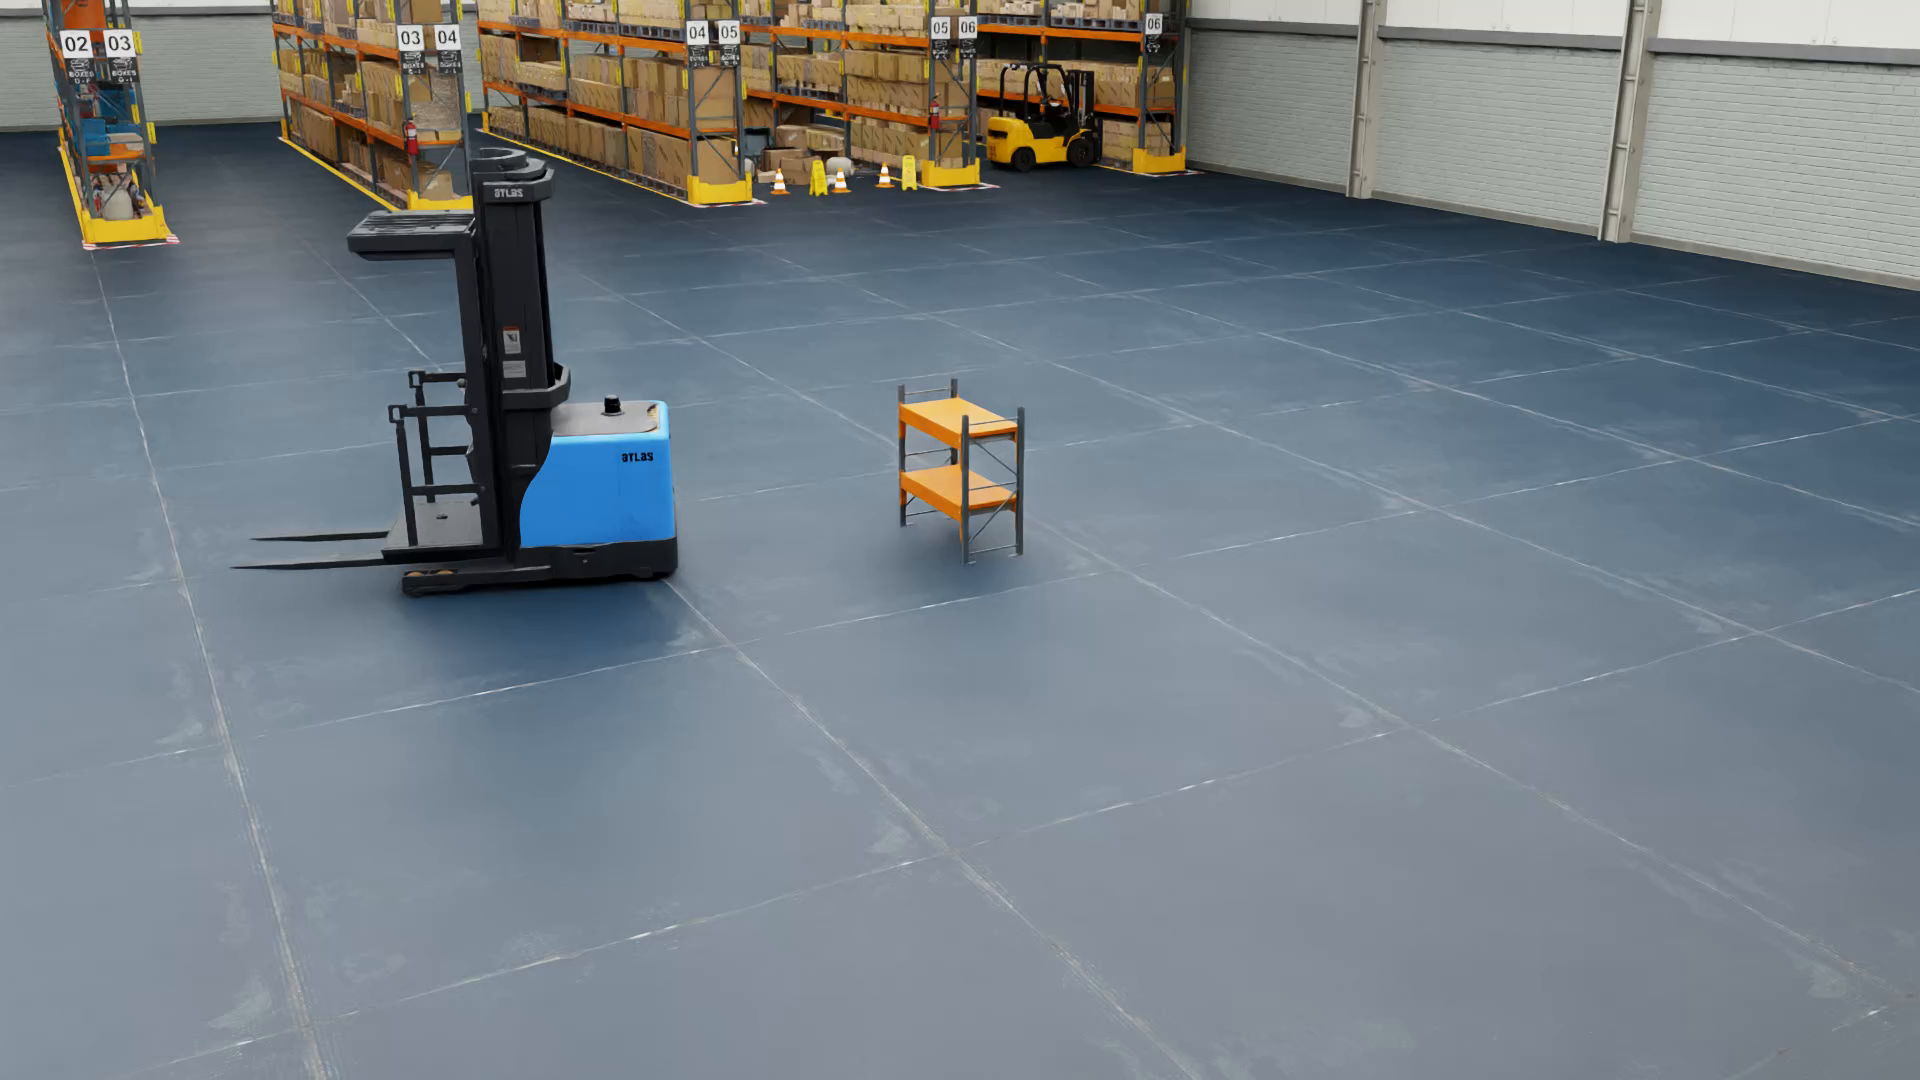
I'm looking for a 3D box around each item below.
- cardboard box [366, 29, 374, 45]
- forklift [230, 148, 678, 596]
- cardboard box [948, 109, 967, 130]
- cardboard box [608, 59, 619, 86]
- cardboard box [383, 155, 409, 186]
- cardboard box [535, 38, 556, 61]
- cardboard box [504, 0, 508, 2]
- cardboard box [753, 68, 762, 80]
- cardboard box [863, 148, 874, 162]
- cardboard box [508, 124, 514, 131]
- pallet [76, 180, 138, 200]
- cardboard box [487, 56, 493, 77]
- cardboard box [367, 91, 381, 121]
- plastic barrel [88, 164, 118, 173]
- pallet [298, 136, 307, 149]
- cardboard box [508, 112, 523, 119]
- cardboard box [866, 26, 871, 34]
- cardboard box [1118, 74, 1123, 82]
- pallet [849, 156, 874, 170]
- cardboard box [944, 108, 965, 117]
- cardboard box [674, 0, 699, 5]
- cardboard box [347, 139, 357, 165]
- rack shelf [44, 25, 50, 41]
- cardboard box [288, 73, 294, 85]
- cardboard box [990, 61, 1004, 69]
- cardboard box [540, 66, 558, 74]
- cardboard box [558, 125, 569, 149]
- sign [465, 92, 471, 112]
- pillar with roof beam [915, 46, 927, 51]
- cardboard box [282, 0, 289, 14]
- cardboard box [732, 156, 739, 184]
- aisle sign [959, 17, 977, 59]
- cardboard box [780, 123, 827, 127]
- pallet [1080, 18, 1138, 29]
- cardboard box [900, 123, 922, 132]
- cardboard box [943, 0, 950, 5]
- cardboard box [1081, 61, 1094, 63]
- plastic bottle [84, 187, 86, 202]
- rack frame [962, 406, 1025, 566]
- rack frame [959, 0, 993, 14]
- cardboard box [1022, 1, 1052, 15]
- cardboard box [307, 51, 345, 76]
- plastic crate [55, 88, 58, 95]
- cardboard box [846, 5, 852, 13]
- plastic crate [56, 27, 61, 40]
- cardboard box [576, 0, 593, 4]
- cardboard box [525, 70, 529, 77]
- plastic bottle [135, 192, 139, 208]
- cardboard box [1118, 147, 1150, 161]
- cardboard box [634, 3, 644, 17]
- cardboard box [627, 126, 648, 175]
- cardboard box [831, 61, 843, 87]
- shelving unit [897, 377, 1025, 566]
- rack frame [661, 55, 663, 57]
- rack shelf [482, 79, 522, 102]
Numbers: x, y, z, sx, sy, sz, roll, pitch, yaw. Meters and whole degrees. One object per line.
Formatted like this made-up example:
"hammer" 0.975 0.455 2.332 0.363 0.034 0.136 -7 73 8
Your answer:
"cardboard box" -10.296 -8.999 29.743 0.500 0.250 0.500 -11 22 -29
"forklift" -3.576 -1.181 11.561 3.031 2.935 1.130 -3 19 -9
"cardboard box" 0.032 -10.674 42.155 0.500 0.500 0.500 -9 21 -25
"cardboard box" -6.840 -9.664 34.354 0.700 0.500 0.500 -10 22 -28
"cardboard box" -10.612 -7.012 31.542 0.500 0.500 0.500 -11 22 -28
"cardboard box" -10.152 -11.980 40.608 0.500 0.500 0.500 -9 21 -25
"cardboard box" -10.829 -13.109 40.277 0.380 0.149 0.250 -10 21 -27
"cardboard box" -4.645 -11.211 39.986 0.500 0.250 0.500 -11 22 -28
"cardboard box" -1.739 -8.187 35.331 0.500 0.250 0.500 -9 21 -24
"cardboard box" -11.130 -10.360 41.782 0.380 0.149 0.250 -10 21 -27
"pallet" -16.116 -6.601 31.437 1.003 0.211 1.213 -10 21 -27
"cardboard box" -11.805 -12.167 42.683 0.500 0.500 0.500 -10 21 -27
"cardboard box" -10.401 -8.016 30.655 0.875 0.500 0.500 -10 21 -27
"plastic barrel" -17.272 -7.808 33.343 0.600 0.830 0.708 -10 21 -27
"pallet" -15.441 -9.676 40.348 1.003 0.211 1.213 -10 21 -27
"cardboard box" -11.095 -10.633 41.663 0.380 0.149 0.250 -11 22 -29
"cardboard box" -1.739 -10.607 34.559 0.380 0.149 0.250 -9 21 -25
"cardboard box" 3.593 -9.836 35.389 0.380 0.149 0.250 -10 21 -26
"pallet" -1.695 -8.146 35.914 1.003 0.211 1.213 -10 21 -27
"cardboard box" -0.125 -8.514 33.091 0.380 0.149 0.250 -10 21 -26
"cardboard box" -4.913 -9.673 29.833 0.380 0.149 0.250 -10 21 -26
"cardboard box" -12.330 -8.101 34.669 0.700 0.500 0.500 -11 22 -30
"rack shelf" -19.874 -11.297 37.277 1.077 0.370 4.000 -10 21 -27
"cardboard box" -15.734 -11.009 39.711 0.500 0.250 0.500 -10 22 -28
"cardboard box" 0.936 -11.417 39.972 0.380 0.149 0.250 -9 21 -26
"cardboard box" -9.370 -10.728 37.952 0.380 0.149 0.250 -10 21 -27
"cardboard box" -8.795 -9.169 37.793 0.500 0.500 0.500 -10 21 -27
"sign" -8.390 -7.461 28.328 0.100 0.325 0.005 -10 21 -27
"pillar with roof beam" -4.803 -15.226 42.961 9.100 9.000 0.400 -10 21 -27
"cardboard box" -15.721 -12.810 39.607 0.700 0.500 0.500 -12 22 -30
"cardboard box" -4.713 -7.388 33.272 0.500 0.500 0.500 -6 20 -17
"aisle sign" 0.157 -9.762 32.338 0.394 0.787 0.004 -10 21 -27
"cardboard box" -3.685 -9.592 39.215 0.950 0.372 0.625 -12 22 -30
"pallet" 3.325 -11.207 36.047 1.003 0.211 1.213 -10 21 -27
"cardboard box" -0.989 -8.347 33.651 0.380 0.149 0.250 -9 21 -25
"cardboard box" -0.204 -13.459 41.600 0.380 0.149 0.250 -11 22 -28
"cardboard box" 2.959 -10.718 37.491 0.380 0.149 0.250 -10 22 -27
"plastic bottle" -15.107 -6.009 28.833 0.144 0.351 0.185 -9 21 -25
"rack frame" 0.238 -0.388 12.031 0.500 1.125 0.032 -10 21 -27
"rack frame" 0.422 -14.405 40.582 1.000 3.000 0.127 -10 21 -27
"cardboard box" 1.763 -12.213 38.166 0.500 0.311 0.500 -11 22 -28
"cardboard box" -14.255 -10.752 37.501 0.797 0.503 0.637 -11 22 -28
"plastic crate" -20.595 -10.276 38.125 0.250 0.136 0.298 -10 21 -27
"cardboard box" -2.183 -11.186 35.015 0.380 0.149 0.250 -10 22 -28
"plastic crate" -14.396 -8.112 26.967 0.392 0.384 0.575 -10 21 -27
"cardboard box" -8.447 -12.138 37.282 0.396 0.266 0.258 -10 21 -27
"cardboard box" -9.998 -10.965 39.096 0.380 0.149 0.250 -11 22 -29
"plastic bottle" -13.975 -5.786 28.309 0.097 0.271 0.097 0 19 0
"cardboard box" 3.720 -8.257 35.535 0.500 0.250 0.500 -10 21 -26
"cardboard box" -5.887 -10.116 31.727 0.500 0.250 0.500 -10 22 -27
"cardboard box" -6.116 -7.858 33.419 0.875 0.875 0.875 -10 21 -26
"cardboard box" -2.466 -10.135 36.150 0.500 0.500 0.500 -10 22 -28
"shelving unit" -0.003 -0.534 12.454 0.538 1.125 1.048 -10 21 -27
"rack frame" -7.743 -13.096 45.985 1.000 3.000 0.127 -10 21 -27
"rack shelf" -11.102 -11.386 42.132 1.077 0.370 4.000 -10 21 -27
